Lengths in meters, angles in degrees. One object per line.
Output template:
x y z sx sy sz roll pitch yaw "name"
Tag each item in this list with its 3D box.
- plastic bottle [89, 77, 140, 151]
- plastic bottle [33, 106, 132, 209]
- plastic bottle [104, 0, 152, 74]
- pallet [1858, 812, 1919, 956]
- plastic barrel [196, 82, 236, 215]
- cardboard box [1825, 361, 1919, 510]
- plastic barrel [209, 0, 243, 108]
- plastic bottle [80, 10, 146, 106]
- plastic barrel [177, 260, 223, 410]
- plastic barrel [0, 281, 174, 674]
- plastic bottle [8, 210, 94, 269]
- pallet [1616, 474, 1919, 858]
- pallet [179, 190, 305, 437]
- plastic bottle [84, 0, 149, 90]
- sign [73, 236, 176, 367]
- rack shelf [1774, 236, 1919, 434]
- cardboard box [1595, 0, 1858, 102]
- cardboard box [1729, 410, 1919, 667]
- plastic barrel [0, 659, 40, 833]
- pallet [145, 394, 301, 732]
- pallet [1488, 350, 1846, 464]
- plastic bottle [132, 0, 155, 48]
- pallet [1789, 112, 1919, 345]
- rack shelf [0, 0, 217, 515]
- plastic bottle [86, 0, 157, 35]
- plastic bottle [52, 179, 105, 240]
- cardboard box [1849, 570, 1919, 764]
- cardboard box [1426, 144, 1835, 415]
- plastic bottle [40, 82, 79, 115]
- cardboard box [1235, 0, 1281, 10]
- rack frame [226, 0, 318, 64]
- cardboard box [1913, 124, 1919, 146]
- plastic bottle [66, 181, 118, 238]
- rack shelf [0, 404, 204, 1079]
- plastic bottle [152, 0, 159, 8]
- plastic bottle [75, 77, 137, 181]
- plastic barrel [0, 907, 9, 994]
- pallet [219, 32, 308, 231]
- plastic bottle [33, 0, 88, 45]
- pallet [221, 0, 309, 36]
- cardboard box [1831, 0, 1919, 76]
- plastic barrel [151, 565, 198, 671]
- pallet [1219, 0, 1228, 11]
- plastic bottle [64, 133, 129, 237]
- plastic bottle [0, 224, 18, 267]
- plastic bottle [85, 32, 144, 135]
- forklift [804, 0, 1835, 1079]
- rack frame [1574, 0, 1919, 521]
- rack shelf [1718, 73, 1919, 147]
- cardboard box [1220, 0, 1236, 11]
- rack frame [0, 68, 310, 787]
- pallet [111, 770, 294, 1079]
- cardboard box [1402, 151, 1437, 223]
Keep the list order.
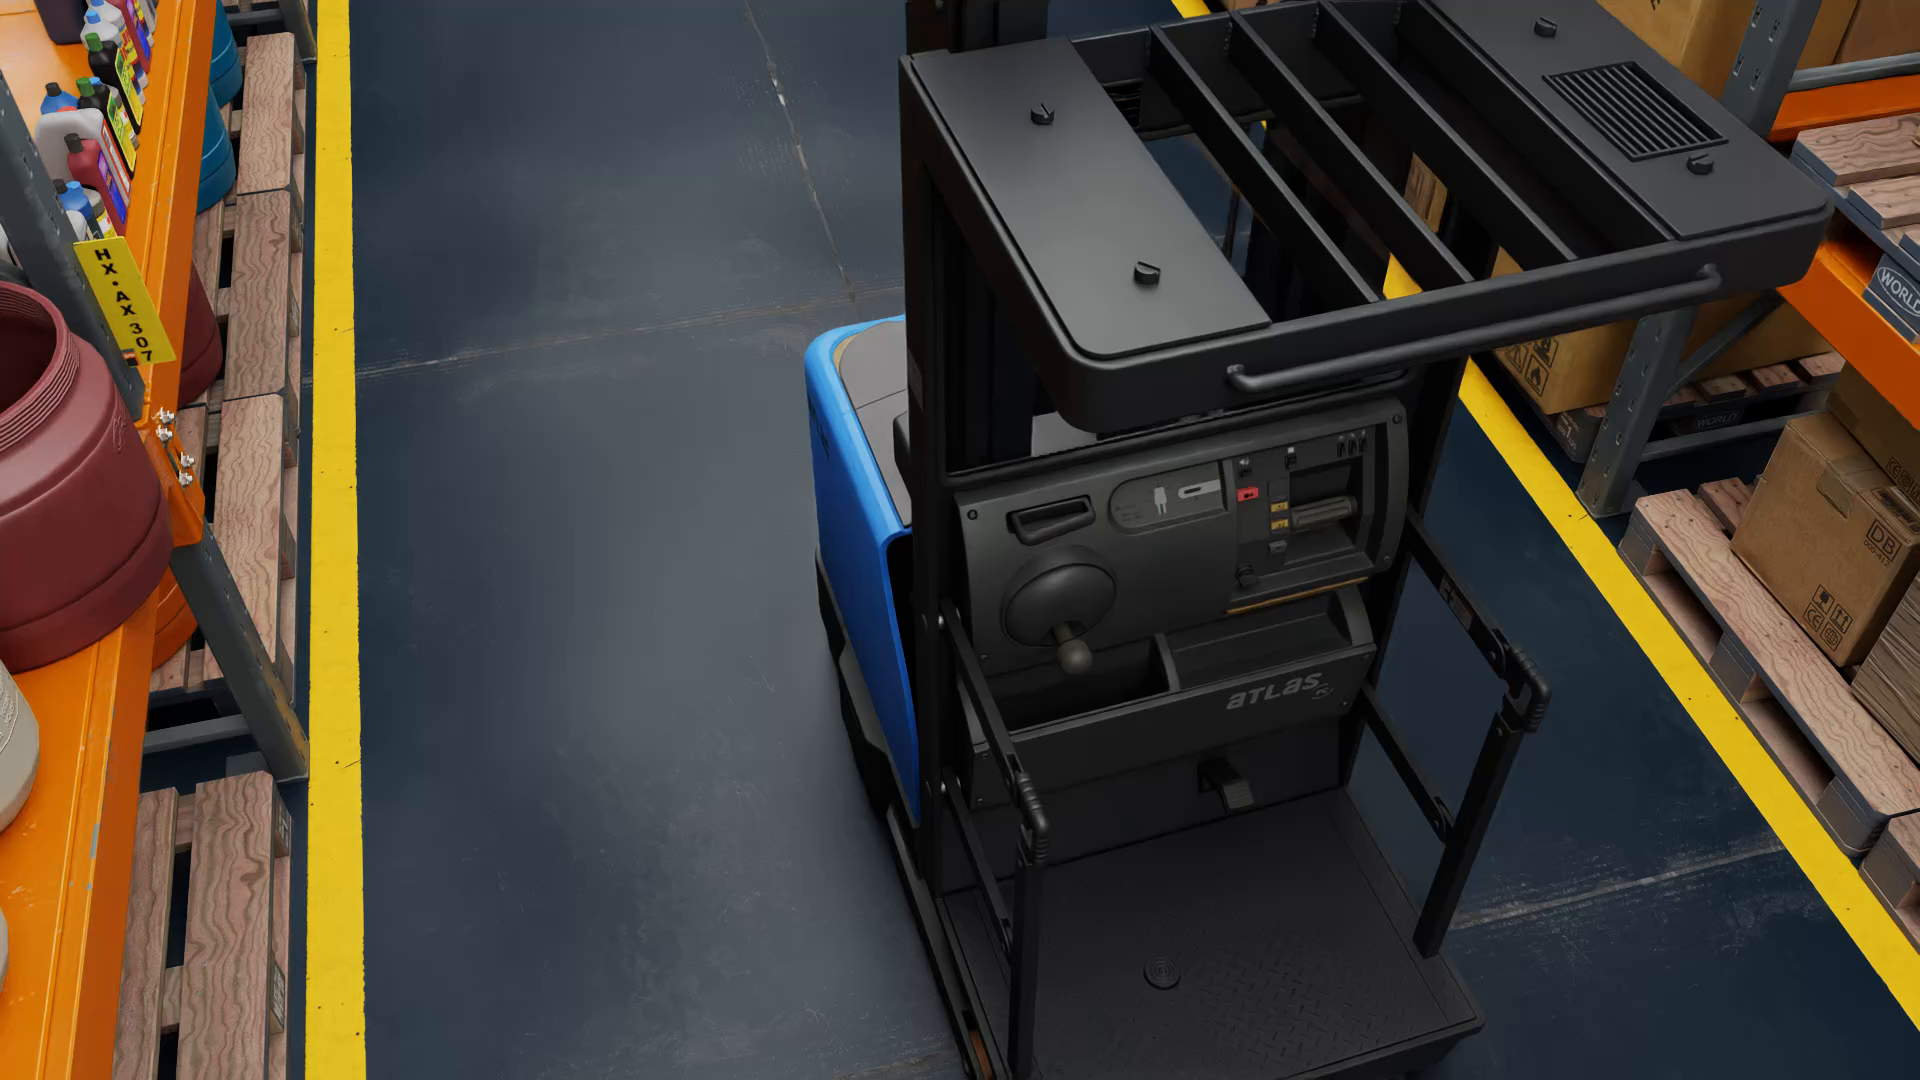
-2.252 -1.123 4.390 0.097 0.201 0.097 0 46 0 "plastic bottle"
-2.215 -0.972 4.190 0.152 0.276 0.135 -11 47 -10 "plastic bottle"
-2.348 -1.462 4.664 0.061 0.283 0.133 -11 47 -10 "plastic bottle"
2.997 1.112 4.012 1.003 0.211 1.213 -11 47 -10 "pallet"
-3.018 -1.645 5.937 0.600 0.901 0.708 -11 47 -10 "plastic barrel"
2.690 -0.329 4.389 0.500 0.250 0.500 -9 46 -9 "cardboard box"
-3.199 -2.134 6.416 0.600 0.901 0.708 -11 47 -10 "plastic barrel"
-2.311 -1.307 4.521 0.097 0.271 0.097 0 46 0 "plastic bottle"
-2.729 -0.756 5.285 0.600 0.588 0.708 -11 47 -10 "plastic barrel"
-1.886 -0.121 3.173 0.600 0.536 0.708 -11 47 -10 "plastic barrel"
-2.096 -0.653 3.877 0.152 0.276 0.135 -11 47 -10 "plastic bottle"
2.688 0.272 4.836 1.003 0.211 1.213 -11 47 -10 "pallet"
-2.849 -0.740 5.827 1.003 0.211 1.213 -11 47 -10 "pallet"
-2.336 -1.374 4.587 0.097 0.271 0.097 0 46 0 "plastic bottle"
-1.768 -0.501 3.527 0.100 0.325 0.005 -11 47 -10 "sign"
3.002 0.389 3.273 1.077 0.370 4.000 -11 47 -10 "rack shelf"
2.124 -1.574 4.623 0.500 0.500 0.500 -9 46 -9 "cardboard box"
2.681 -0.064 4.655 0.700 0.500 0.500 -13 47 -12 "cardboard box"
-1.828 0.294 2.784 0.421 0.512 0.421 0 46 0 "plastic barrel"
-2.540 0.101 5.003 1.003 0.211 1.213 -11 47 -10 "pallet"
2.361 -0.826 5.912 1.003 0.211 1.213 -11 47 -10 "pallet"
-2.395 -1.534 4.743 0.097 0.271 0.097 0 46 0 "plastic bottle"
2.775 -0.704 3.974 1.213 0.211 1.003 -11 47 -10 "pallet"
-2.810 -1.468 5.092 1.077 0.370 4.000 -11 47 -10 "rack shelf"
-2.451 -1.610 4.815 0.152 0.276 0.135 -11 47 -10 "plastic bottle"
-2.100 -0.736 3.962 0.097 0.271 0.097 0 46 0 "plastic bottle"
2.835 0.316 4.282 0.700 0.500 0.500 -14 47 -14 "cardboard box"
2.333 -1.128 5.449 1.225 0.875 0.875 -13 47 -12 "cardboard box"
-2.277 -1.045 4.264 0.097 0.271 0.097 0 46 0 "plastic bottle"
1.879 -2.354 6.650 1.225 0.875 0.875 -12 47 -12 "cardboard box"
-3.322 -3.100 6.188 1.000 3.000 0.127 -11 47 -10 "rack frame"
2.667 -1.061 3.825 0.500 0.500 0.500 -16 48 -15 "cardboard box"
-2.125 -0.779 4.052 0.097 0.201 0.097 0 46 0 "plastic bottle"
-1.786 1.294 2.385 1.077 0.370 4.000 -11 47 -10 "rack shelf"
-2.489 -1.748 4.897 0.144 0.351 0.185 -11 47 -10 "plastic bottle"
-2.205 -1.076 4.286 0.061 0.283 0.133 -11 47 -10 "plastic bottle"
-1.720 0.584 2.499 0.421 0.512 0.421 0 46 0 "plastic barrel"
-3.165 -1.584 6.654 1.003 0.211 1.213 -11 47 -10 "pallet"
-2.601 -1.627 4.779 0.144 0.351 0.185 -11 47 -10 "plastic bottle"
-3.548 -2.625 7.674 1.003 0.211 1.213 -11 47 -10 "pallet"
2.628 -1.664 4.711 0.500 0.500 0.500 -9 46 -9 "cardboard box"
-2.440 -0.061 4.435 0.600 0.830 0.708 -11 47 -10 "plastic barrel"
1.736 -2.511 7.563 1.003 0.211 1.213 -11 47 -10 "pallet"
-2.136 -0.891 4.104 0.061 0.283 0.133 -11 47 -10 "plastic bottle"
-2.243 -0.625 3.849 0.152 0.276 0.135 -11 47 -10 "plastic bottle"
-2.264 -1.235 4.442 0.061 0.283 0.133 -11 47 -10 "plastic bottle"
0.517 0.091 3.108 1.130 2.935 3.031 -13 47 -12 "forklift"
2.490 -1.244 4.369 1.000 3.000 0.127 -11 47 -10 "rack frame"
1.978 -2.373 5.979 1.077 0.370 4.000 -11 47 -10 "rack shelf"
1.649 -2.971 7.255 1.225 0.875 0.875 -11 47 -10 "cardboard box"
-2.298 -0.339 3.482 1.000 3.000 0.127 -11 47 -10 "rack frame"
-2.137 1.179 3.946 1.003 0.211 1.213 -11 47 -10 "pallet"
2.112 -1.745 6.053 1.225 0.875 0.875 -11 47 -10 "cardboard box"
